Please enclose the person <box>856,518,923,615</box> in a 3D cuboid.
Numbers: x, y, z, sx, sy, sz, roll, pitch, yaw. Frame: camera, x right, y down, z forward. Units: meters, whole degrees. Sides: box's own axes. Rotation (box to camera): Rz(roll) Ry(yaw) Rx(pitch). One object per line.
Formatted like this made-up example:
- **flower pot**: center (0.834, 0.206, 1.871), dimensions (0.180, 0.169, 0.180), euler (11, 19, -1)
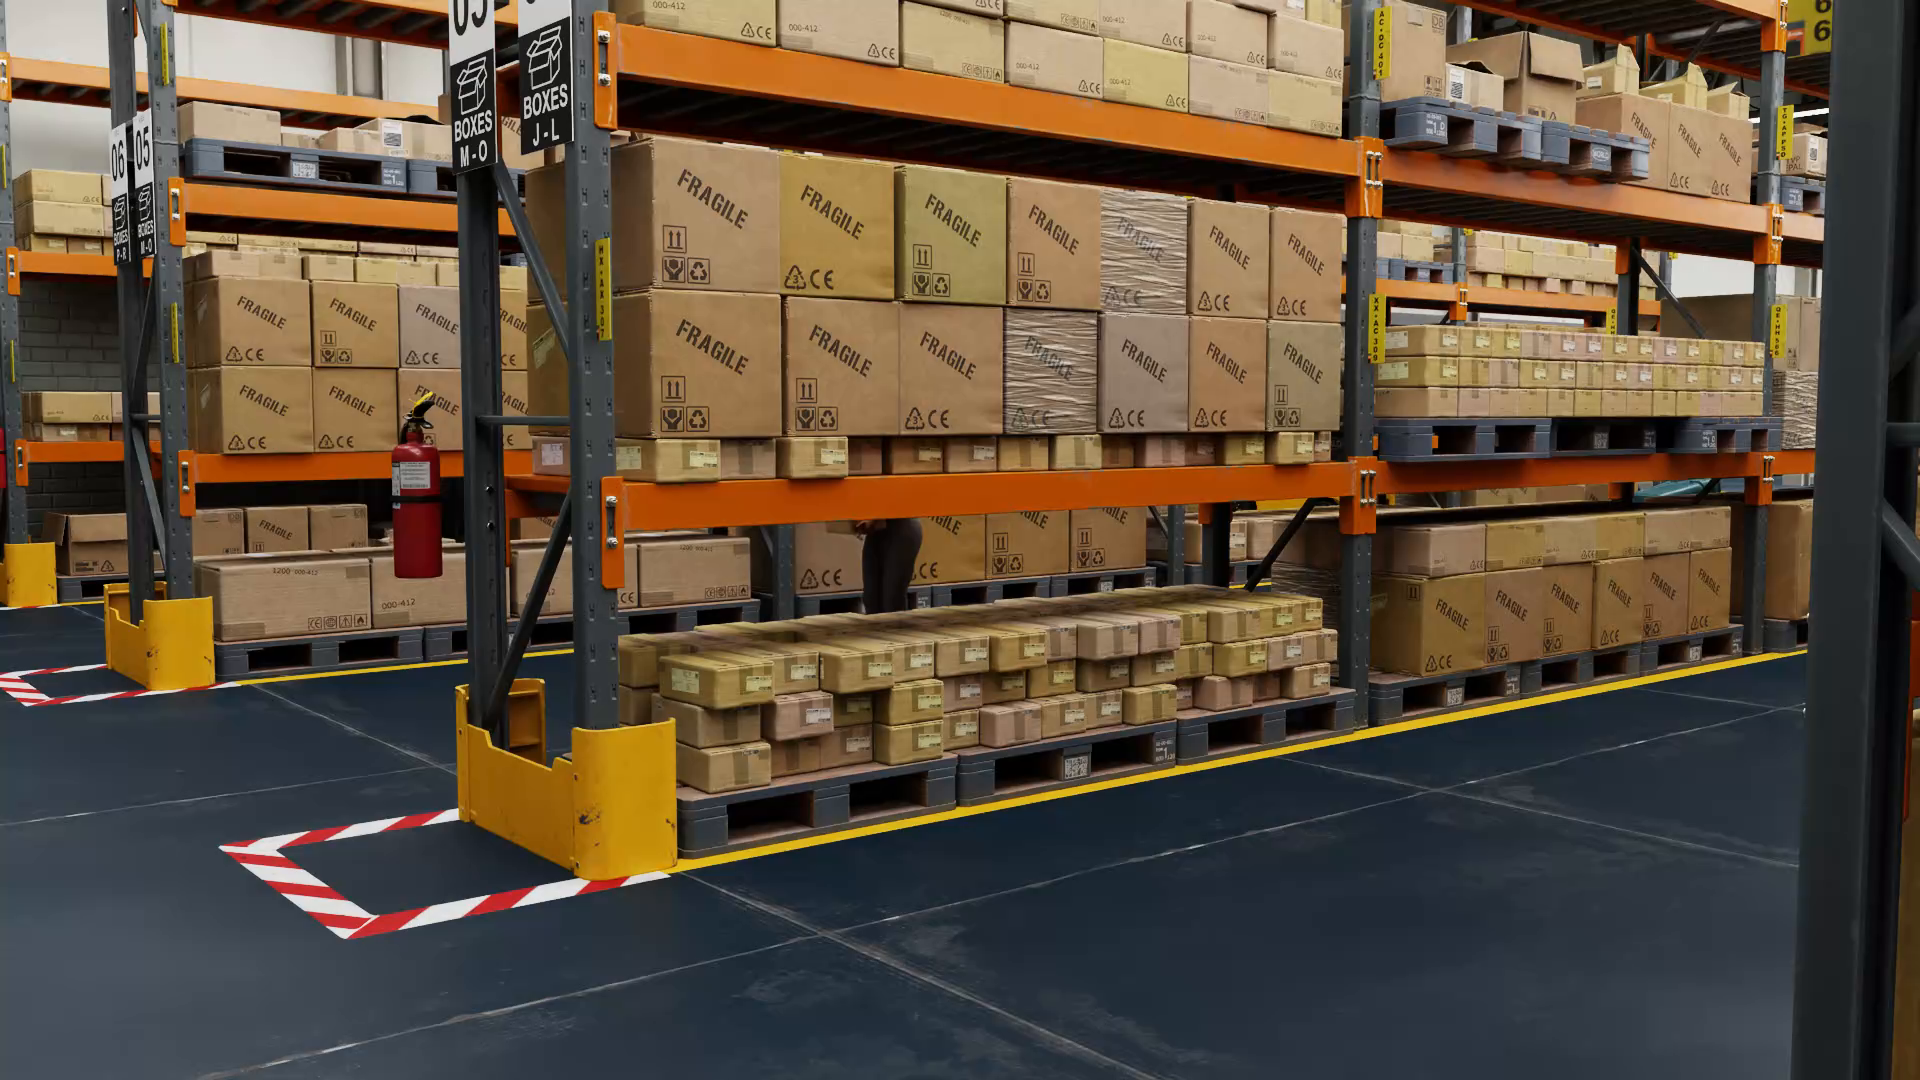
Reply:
- **person**: center (-0.452, -0.011, 9.493), dimensions (0.522, 1.645, 0.450), euler (-3, 6, -38)
